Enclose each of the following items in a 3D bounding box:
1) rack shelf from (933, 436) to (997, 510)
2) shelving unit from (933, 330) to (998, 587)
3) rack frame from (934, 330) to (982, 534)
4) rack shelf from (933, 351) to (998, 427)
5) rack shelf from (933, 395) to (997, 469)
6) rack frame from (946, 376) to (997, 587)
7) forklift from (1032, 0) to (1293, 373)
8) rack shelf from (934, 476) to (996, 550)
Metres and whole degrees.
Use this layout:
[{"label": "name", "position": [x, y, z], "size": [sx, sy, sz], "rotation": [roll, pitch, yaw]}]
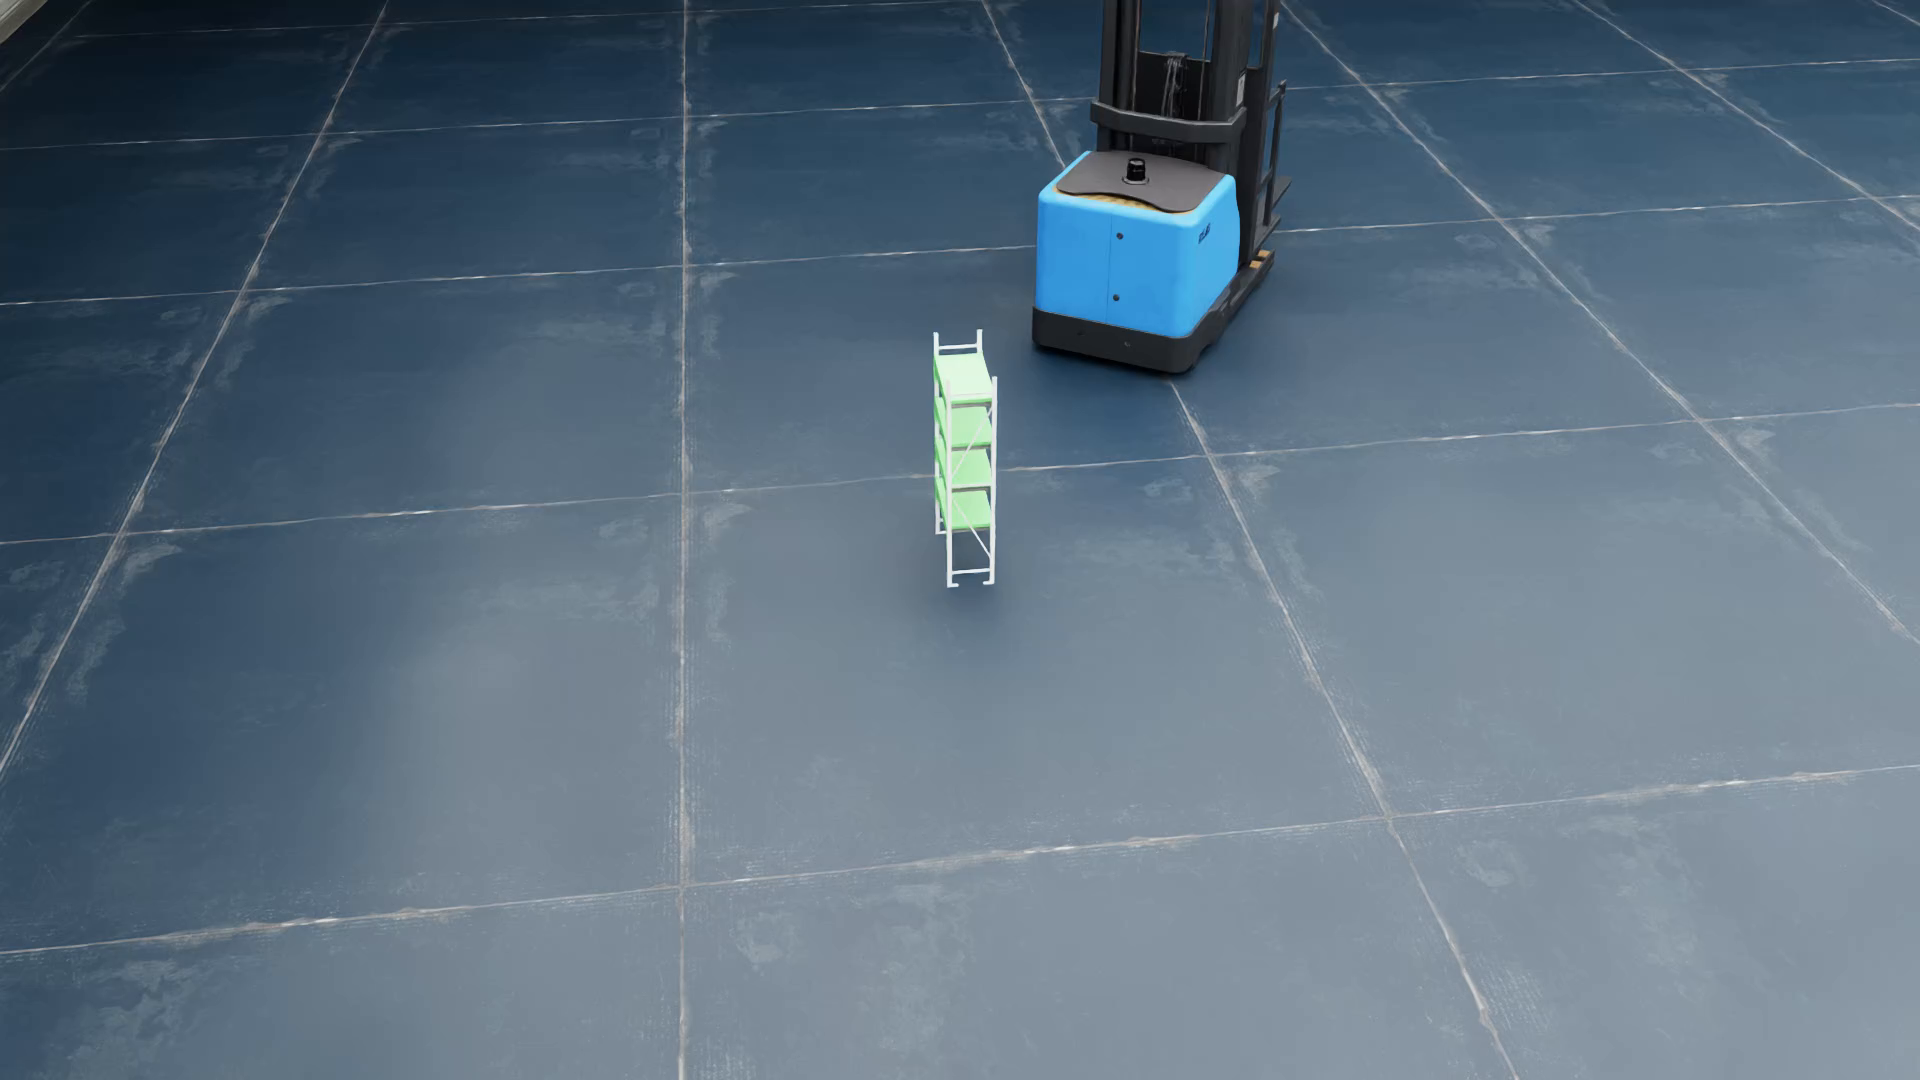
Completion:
[{"label": "rack shelf", "position": [0.022, -0.351, 8.441], "size": [0.258, 0.148, 0.480], "rotation": [-4, 35, -6]}, {"label": "shelving unit", "position": [0.022, -0.403, 8.405], "size": [0.258, 1.200, 0.503], "rotation": [-4, 35, -6]}, {"label": "rack frame", "position": [-0.011, -0.540, 8.605], "size": [0.240, 1.200, 0.015], "rotation": [-4, 35, -6]}, {"label": "rack shelf", "position": [0.022, -0.747, 8.171], "size": [0.258, 0.148, 0.480], "rotation": [-4, 35, -6]}, {"label": "rack shelf", "position": [0.022, -0.549, 8.306], "size": [0.258, 0.148, 0.480], "rotation": [-4, 35, -6]}, {"label": "rack frame", "position": [0.055, -0.267, 8.205], "size": [0.240, 1.200, 0.015], "rotation": [-4, 35, -6]}, {"label": "forklift", "position": [1.545, -3.061, 10.768], "size": [1.130, 2.935, 3.031], "rotation": [15, 37, 21]}, {"label": "rack shelf", "position": [0.022, -0.152, 8.576], "size": [0.258, 0.148, 0.480], "rotation": [-4, 35, -6]}]
